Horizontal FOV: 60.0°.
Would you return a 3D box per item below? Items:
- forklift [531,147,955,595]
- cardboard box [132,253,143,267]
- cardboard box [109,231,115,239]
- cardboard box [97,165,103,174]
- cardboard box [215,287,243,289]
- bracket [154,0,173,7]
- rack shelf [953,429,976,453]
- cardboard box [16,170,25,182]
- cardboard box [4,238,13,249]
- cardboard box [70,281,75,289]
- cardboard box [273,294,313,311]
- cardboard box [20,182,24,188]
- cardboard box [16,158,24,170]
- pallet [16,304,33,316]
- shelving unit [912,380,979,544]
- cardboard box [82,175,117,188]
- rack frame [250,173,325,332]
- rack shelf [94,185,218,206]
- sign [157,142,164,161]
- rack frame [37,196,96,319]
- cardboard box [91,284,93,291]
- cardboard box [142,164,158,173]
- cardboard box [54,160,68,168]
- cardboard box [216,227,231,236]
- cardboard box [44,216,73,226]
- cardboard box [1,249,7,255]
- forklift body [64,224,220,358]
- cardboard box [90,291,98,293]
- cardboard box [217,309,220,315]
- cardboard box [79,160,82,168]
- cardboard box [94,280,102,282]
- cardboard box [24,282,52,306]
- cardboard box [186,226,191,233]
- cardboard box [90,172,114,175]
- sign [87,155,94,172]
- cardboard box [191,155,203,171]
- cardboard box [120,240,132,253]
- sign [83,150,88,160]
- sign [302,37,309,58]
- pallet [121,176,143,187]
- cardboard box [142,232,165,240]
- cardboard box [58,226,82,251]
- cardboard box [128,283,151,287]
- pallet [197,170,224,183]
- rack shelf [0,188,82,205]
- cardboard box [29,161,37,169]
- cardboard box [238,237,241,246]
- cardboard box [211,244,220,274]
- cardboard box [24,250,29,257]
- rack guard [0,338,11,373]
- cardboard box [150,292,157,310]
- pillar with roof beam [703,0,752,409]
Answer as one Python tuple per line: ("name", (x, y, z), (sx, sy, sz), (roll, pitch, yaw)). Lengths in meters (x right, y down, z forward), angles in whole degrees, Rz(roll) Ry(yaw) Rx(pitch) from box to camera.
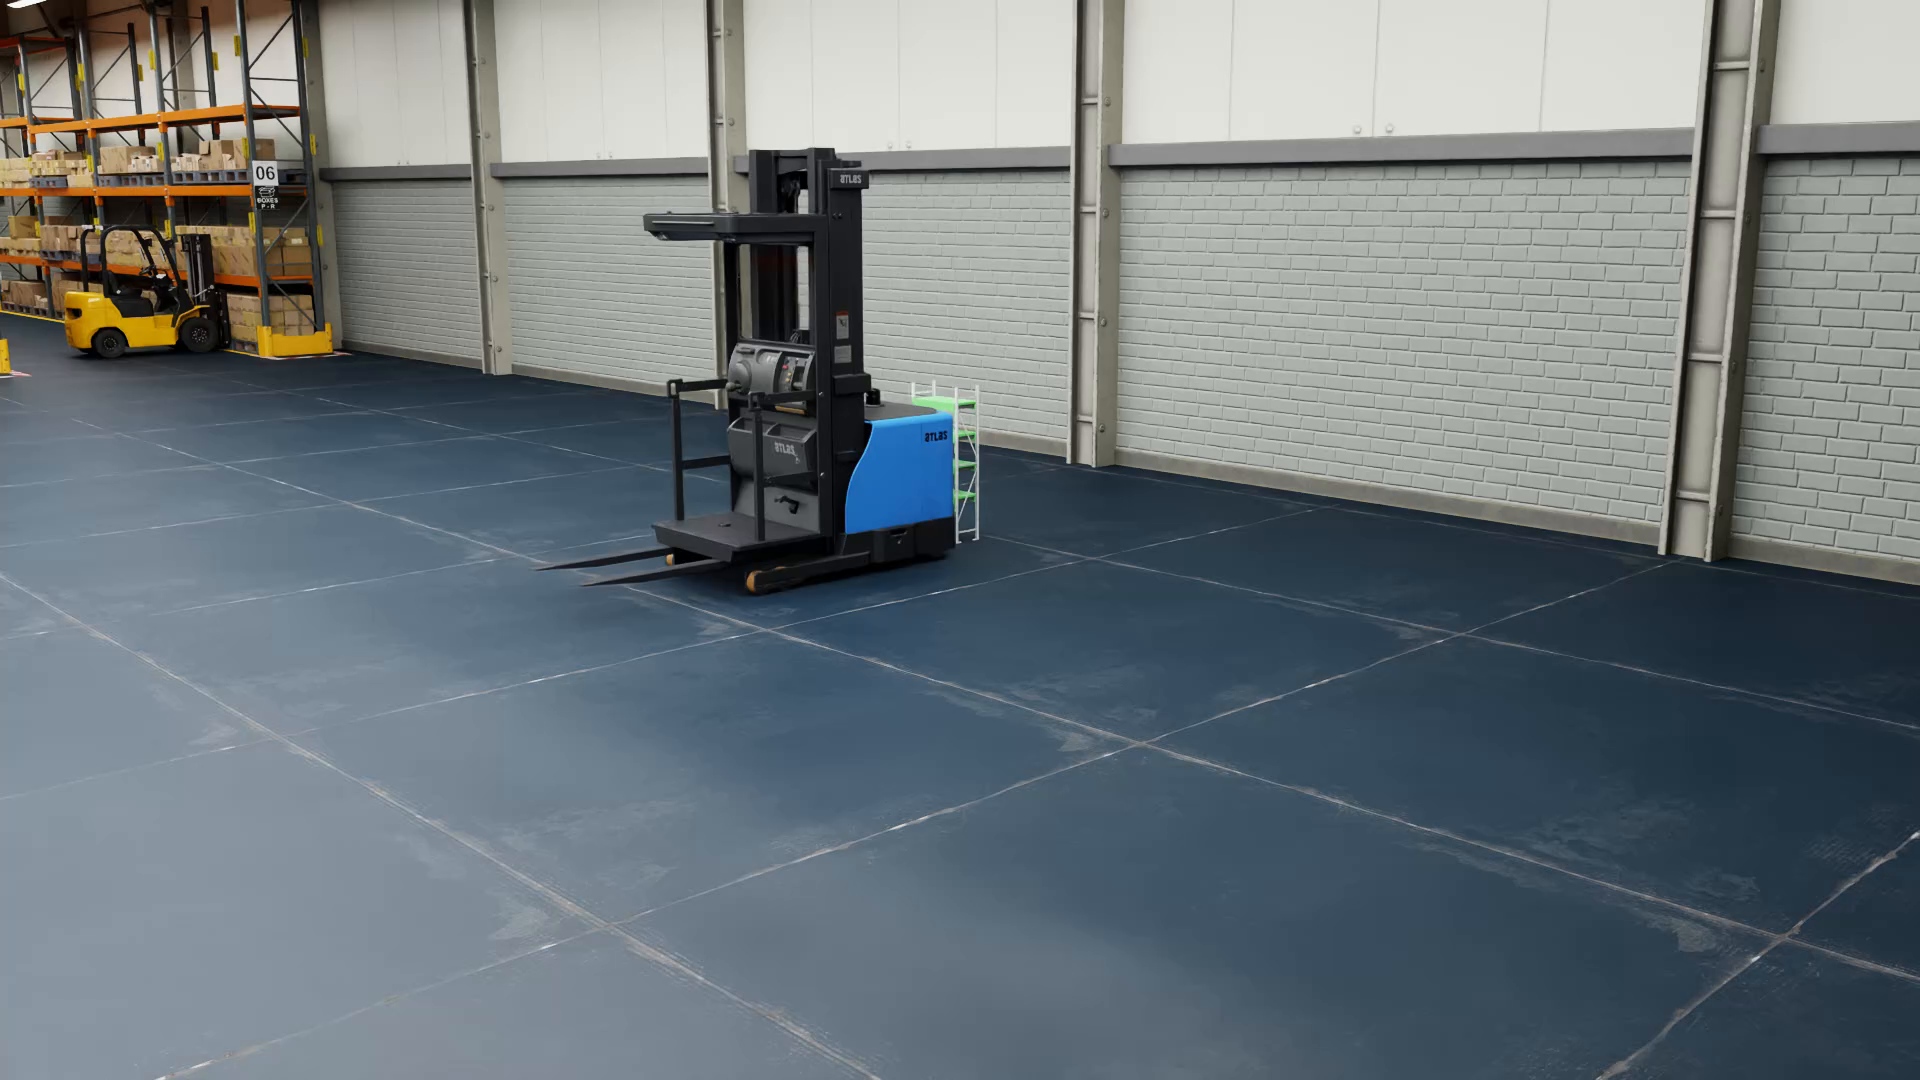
("forklift", (-1.468, -1.188, 11.412), (3.031, 2.935, 1.130), (-10, 15, -41))
("cardboard box", (-15.624, -5.405, 32.085), (0.500, 0.250, 0.500), (-10, 15, -41))
("cardboard box", (-16.623, -6.042, 32.949), (0.380, 0.149, 0.250), (-10, 16, -41))
("cardboard box", (-16.794, -7.318, 32.854), (0.380, 0.166, 0.250), (-11, 16, -43))
("cardboard box", (-13.573, -4.522, 30.721), (0.500, 0.250, 0.500), (-10, 16, -41))
("bracket", (-15.233, -10.328, 31.822), (0.235, 0.232, 0.430), (-11, 16, -43))
("rack shelf", (-0.114, -0.784, 12.872), (0.258, 0.148, 0.480), (-11, 16, -43))
("cardboard box", (-20.458, -8.037, 36.688), (0.500, 0.250, 0.500), (11, 16, 43))
("cardboard box", (-21.520, -6.791, 38.073), (0.500, 0.250, 0.500), (-11, 16, -44))
("cardboard box", (-18.745, -5.450, 35.477), (0.380, 0.149, 0.250), (-11, 16, -43))
("cardboard box", (-11.485, -4.079, 28.574), (0.500, 0.250, 0.500), (-11, 16, -43))
("cardboard box", (-20.552, -7.856, 36.798), (0.380, 0.149, 0.250), (-11, 16, -43))
("cardboard box", (-20.457, -8.285, 36.652), (0.500, 0.250, 0.500), (-11, 16, -43))
("pallet", (-20.898, -5.298, 38.105), (1.003, 0.211, 1.213), (-11, 16, -43))
("shelving unit", (-0.114, -0.612, 12.908), (0.258, 1.200, 0.503), (-11, 16, -43))
("cardboard box", (-17.345, -7.238, 33.550), (0.500, 0.250, 0.500), (11, 16, 43))
("rack frame", (-11.290, -4.634, 27.971), (1.000, 3.000, 0.127), (-11, 16, -43))
("rack shelf", (-15.434, -6.627, 31.991), (1.077, 0.370, 4.000), (-11, 16, -43))
("sign", (-14.438, -7.017, 30.044), (0.100, 0.325, 0.005), (-11, 16, -43))
("rack frame", (-19.577, -6.385, 36.472), (1.000, 3.000, 0.127), (-11, 16, -43))
("cardboard box", (-17.700, -5.218, 34.350), (0.250, 0.149, 0.380), (11, 16, 43))
("cardboard box", (-15.032, -6.937, 31.048), (0.380, 0.149, 0.250), (-11, 16, -43))
("cardboard box", (-18.582, -7.811, 34.552), (0.380, 0.149, 0.250), (-11, 16, -42))
("cardboard box", (-12.644, -5.342, 28.813), (0.380, 0.149, 0.250), (-10, 16, -41))
("cardboard box", (-20.413, -7.079, 37.616), (0.500, 0.500, 0.500), (11, 16, 44))
("cardboard box", (-22.102, -6.729, 38.763), (0.380, 0.149, 0.250), (-10, 16, -41))
("forklift body", (-13.919, -4.241, 28.166), (2.313, 2.155, 1.214), (-11, 16, -43))
("cardboard box", (-17.601, -4.889, 34.364), (0.500, 0.500, 0.500), (-11, 16, -43))
("cardboard box", (-12.906, -3.986, 29.360), (0.500, 0.250, 0.500), (-11, 16, -43))
("cardboard box", (-17.737, -7.675, 33.944), (0.380, 0.149, 0.250), (-11, 16, -43))
("cardboard box", (-18.408, -5.518, 35.806), (0.380, 0.149, 0.250), (-10, 16, -41))
("cardboard box", (-20.707, -5.567, 37.650), (0.500, 0.500, 0.700), (11, 16, 43))
("cardboard box", (-13.788, -5.619, 30.160), (0.380, 0.149, 0.250), (-11, 16, -42))
("cardboard box", (-17.234, -7.411, 33.399), (0.380, 0.149, 0.250), (-10, 16, -41))
("sign", (-17.209, -7.449, 32.918), (0.100, 0.325, 0.005), (-11, 16, -43))
("cardboard box", (-13.247, -6.617, 29.206), (0.258, 0.266, 0.396), (11, 16, 44))
("cardboard box", (-15.992, -5.722, 32.385), (0.500, 0.250, 0.500), (11, 16, 44))
("sign", (-19.178, -8.379, 36.455), (0.100, 0.325, 0.005), (-11, 16, -43))
("sign", (-10.885, -8.184, 27.627), (0.100, 0.325, 0.005), (-11, 16, -43))
("pallet", (-15.507, -6.929, 32.144), (1.003, 0.211, 1.213), (-10, 15, -40))
("cardboard box", (-15.353, -5.786, 31.706), (0.380, 0.149, 0.250), (-11, 16, -42))
("cardboard box", (-18.505, -6.348, 35.002), (0.700, 0.500, 0.500), (-11, 16, -43))
("cardboard box", (-16.950, -5.220, 34.363), (0.380, 0.149, 0.250), (-10, 15, -40))
("pallet", (-12.607, -6.345, 29.060), (1.003, 0.211, 1.213), (-11, 16, -43))
("rack shelf", (-20.958, -7.794, 37.658), (1.077, 0.370, 4.000), (-11, 16, -43))
("cardboard box", (-19.688, -8.027, 35.604), (0.380, 0.149, 0.250), (-10, 15, -41))
("cardboard box", (-12.065, -5.092, 28.338), (0.380, 0.149, 0.250), (-11, 16, -42))
("cardboard box", (-12.881, -4.942, 29.217), (0.500, 0.500, 0.500), (-11, 16, -42))
("cardboard box", (-20.731, -6.419, 37.256), (0.380, 0.149, 0.250), (-11, 16, -43))
("rack guard", (-14.930, -2.729, 24.917), (1.175, 0.500, 0.348), (-11, 16, -43))
("cardboard box", (-14.951, -4.449, 31.919), (0.875, 0.625, 0.625), (-11, 16, -43))
("pillar with roof beam", (-5.946, -5.448, 17.056), (9.100, 9.000, 0.400), (-11, 16, -43))
